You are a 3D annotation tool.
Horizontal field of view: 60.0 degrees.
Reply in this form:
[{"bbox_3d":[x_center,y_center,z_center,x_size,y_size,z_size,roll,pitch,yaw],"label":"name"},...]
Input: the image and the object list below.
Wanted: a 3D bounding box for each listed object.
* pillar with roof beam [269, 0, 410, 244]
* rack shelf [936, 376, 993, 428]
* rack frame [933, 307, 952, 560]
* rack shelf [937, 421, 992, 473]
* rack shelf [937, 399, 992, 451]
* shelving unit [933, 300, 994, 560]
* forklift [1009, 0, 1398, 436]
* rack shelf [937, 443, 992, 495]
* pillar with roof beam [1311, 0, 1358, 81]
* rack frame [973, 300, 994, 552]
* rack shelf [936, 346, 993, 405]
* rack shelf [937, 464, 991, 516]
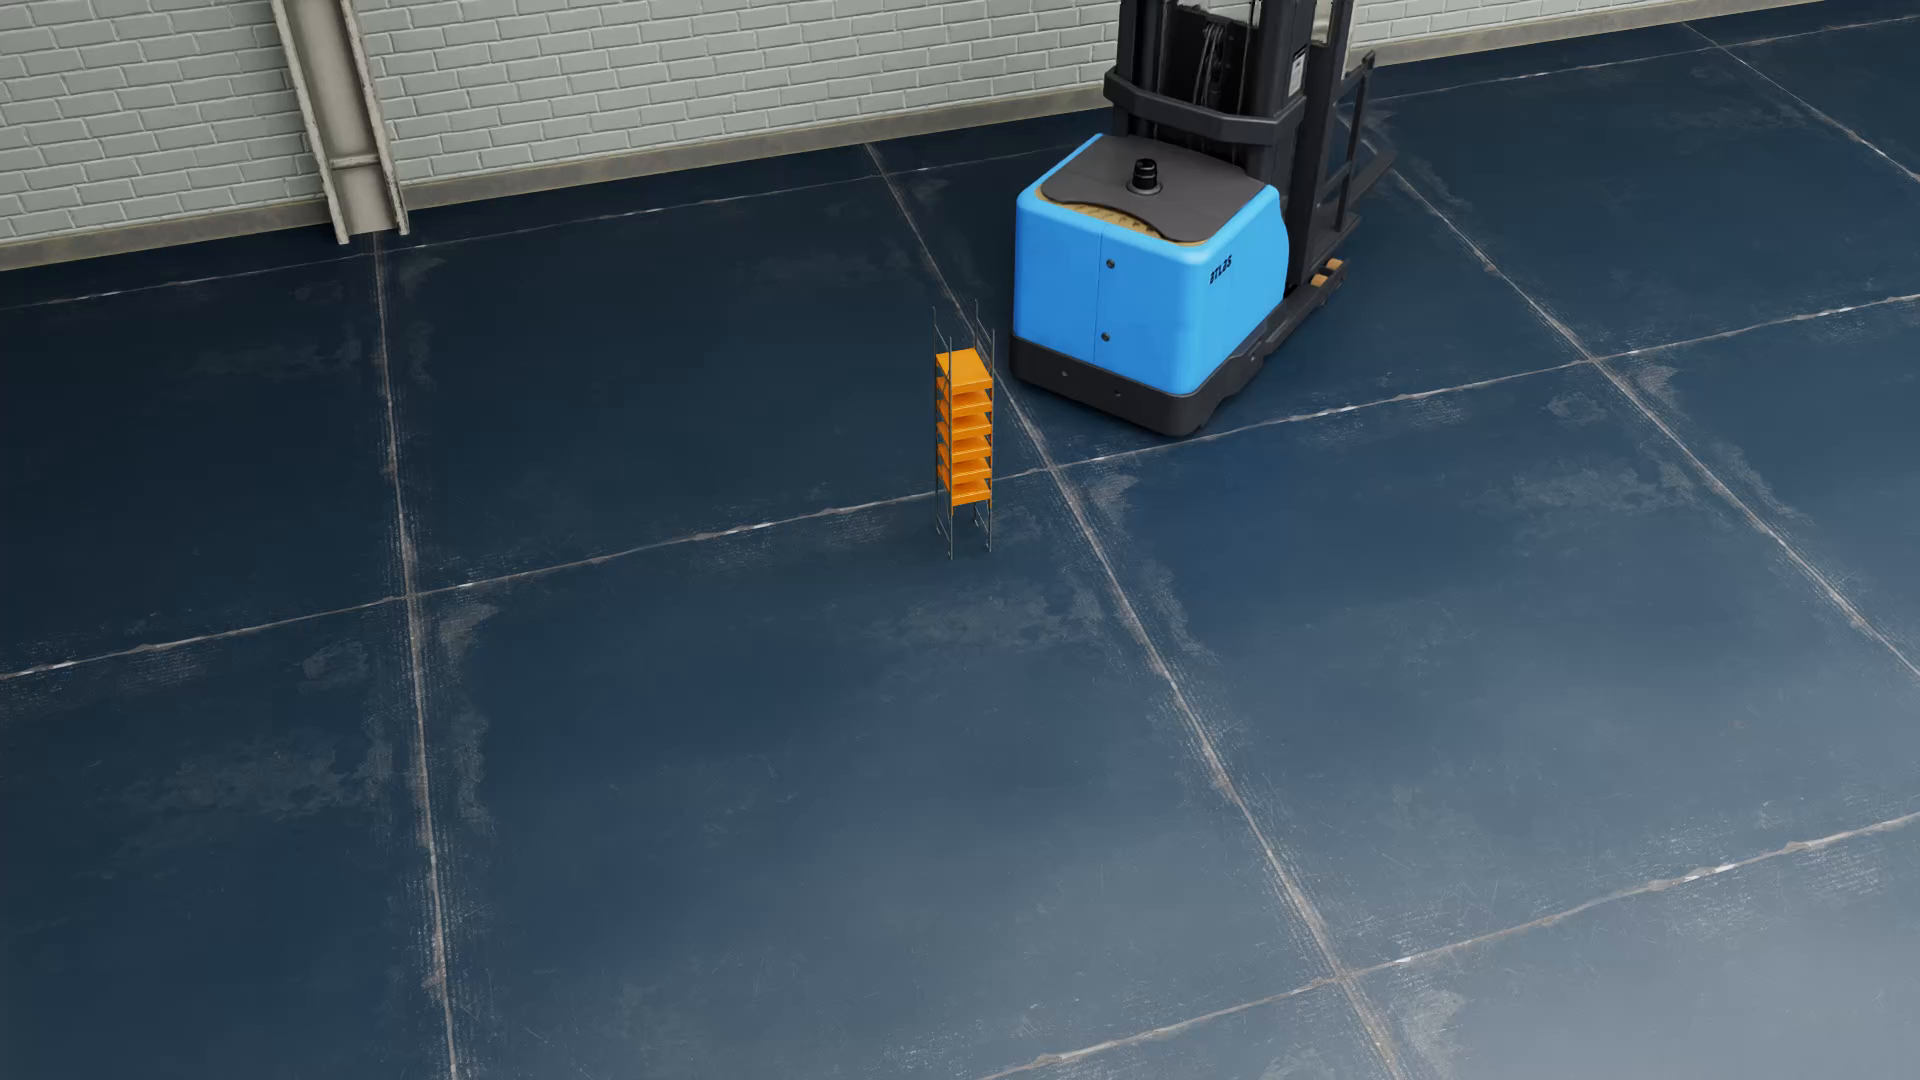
[{"bbox_3d":[-2.130,-2.518,3.643,0.400,9.000,9.100,-12,42,-13],"label":"pillar with roof beam"},{"bbox_3d":[0.014,-0.602,7.079,0.180,0.103,0.258,-12,42,-13],"label":"rack shelf"},{"bbox_3d":[-0.073,-0.437,7.187,0.006,1.200,0.240,-12,42,-13],"label":"rack frame"},{"bbox_3d":[0.014,-0.421,7.237,0.180,0.103,0.258,-12,42,-13],"label":"rack shelf"},{"bbox_3d":[0.014,-0.512,7.158,0.180,0.103,0.258,-12,42,-13],"label":"rack shelf"},{"bbox_3d":[0.014,-0.455,7.208,0.189,1.200,0.258,-12,42,-13],"label":"shelving unit"},{"bbox_3d":[1.489,-2.544,8.283,1.130,2.935,3.031,24,46,25],"label":"forklift"},{"bbox_3d":[0.014,-0.331,7.316,0.180,0.103,0.258,-12,42,-13],"label":"rack shelf"},{"bbox_3d":[3.593,-3.704,5.000,0.400,9.000,9.100,-12,42,-13],"label":"pillar with roof beam"},{"bbox_3d":[0.101,-0.473,7.229,0.006,1.200,0.240,-12,42,-13],"label":"rack frame"},{"bbox_3d":[0.014,-0.692,7.000,0.180,0.103,0.258,-12,42,-13],"label":"rack shelf"},{"bbox_3d":[0.014,-0.241,7.395,0.180,0.103,0.258,-12,42,-13],"label":"rack shelf"}]
